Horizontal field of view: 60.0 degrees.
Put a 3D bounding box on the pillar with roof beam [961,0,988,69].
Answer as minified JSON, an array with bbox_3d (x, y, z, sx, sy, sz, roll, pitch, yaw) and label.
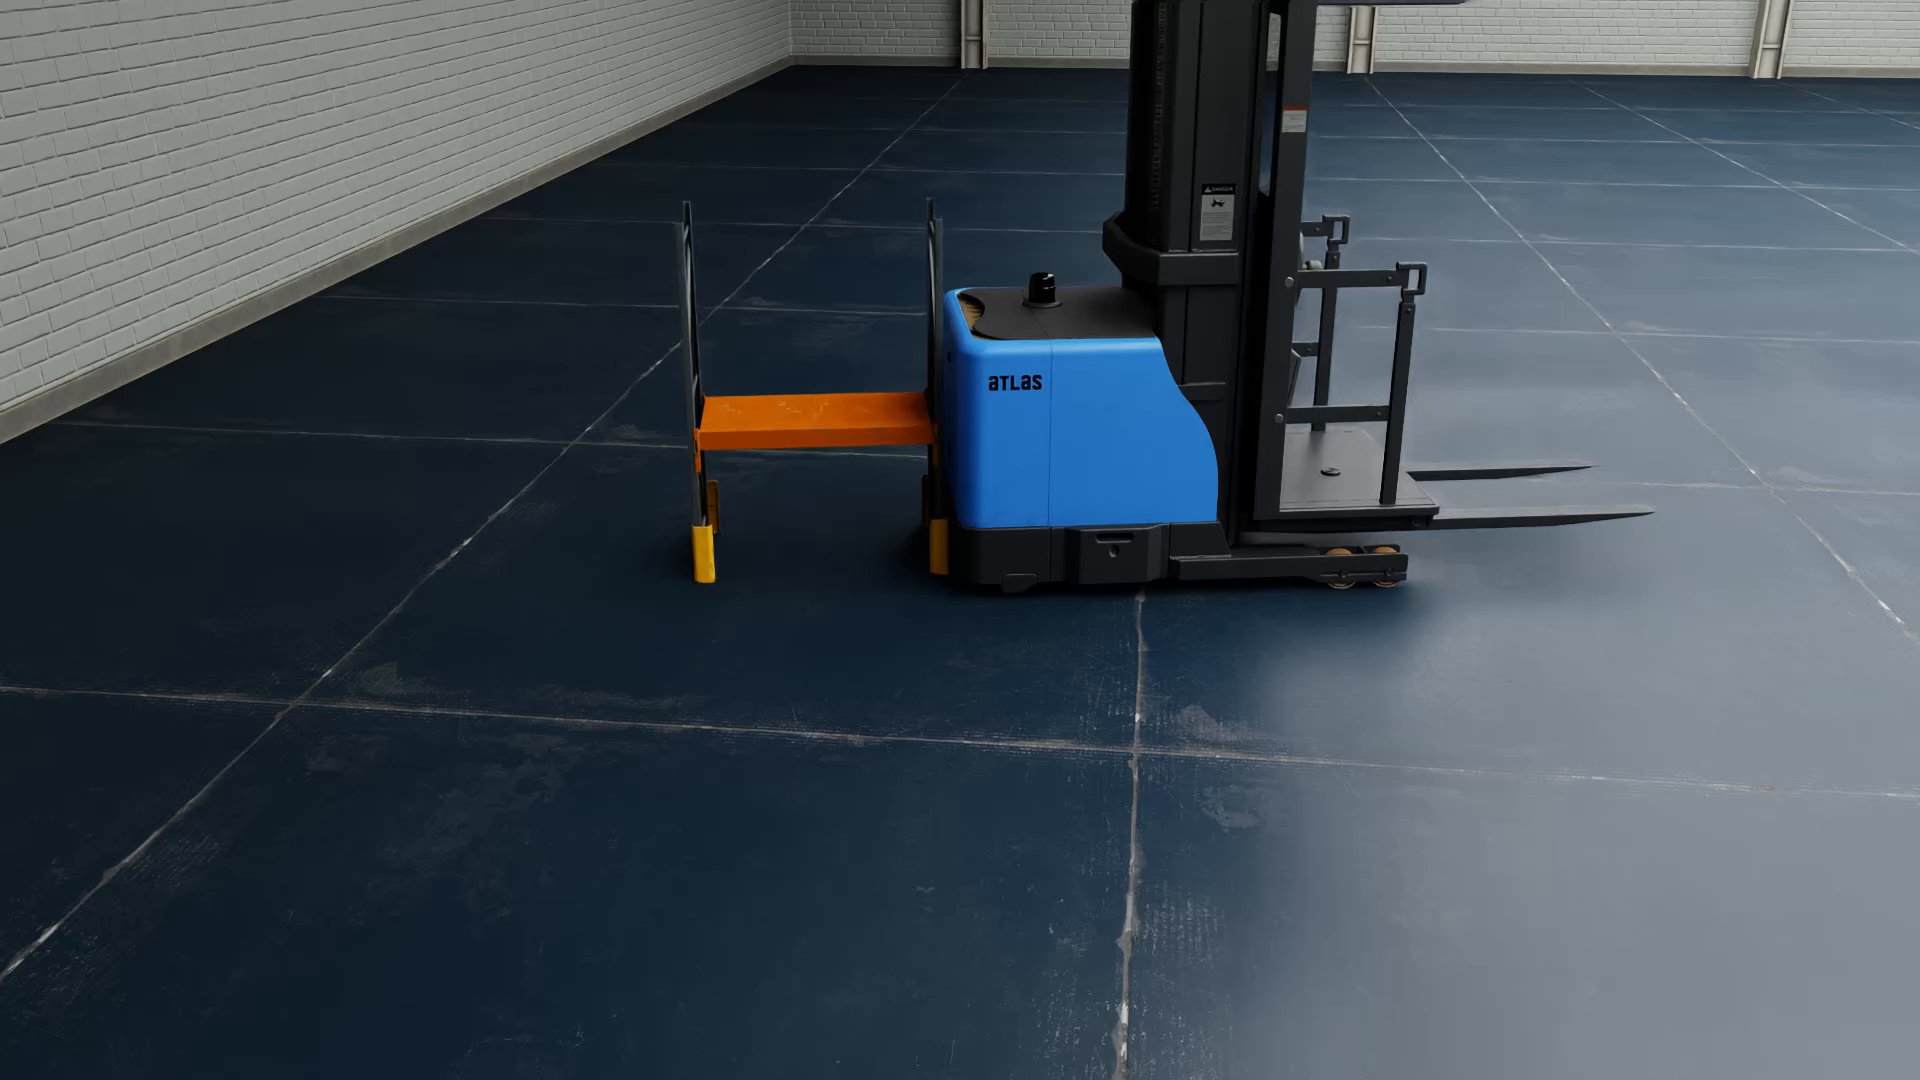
[{"bbox_3d":[-0.278,-10.126,20.813,0.400,9.000,9.100,2,22,6],"label":"pillar with roof beam"}]

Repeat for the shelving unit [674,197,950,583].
[{"bbox_3d":[-0.603,-0.641,7.022,1.083,1.500,0.587,-2,22,-5],"label":"shelving unit"}]

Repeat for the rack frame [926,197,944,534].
[{"bbox_3d":[-0.106,-0.657,7.063,0.032,1.500,0.500,-2,22,-5],"label":"rack frame"}]

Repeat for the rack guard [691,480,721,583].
[{"bbox_3d":[-1.099,-0.044,7.211,0.087,0.250,0.587,-2,22,-5],"label":"rack guard"}]

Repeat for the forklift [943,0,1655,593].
[{"bbox_3d":[1.451,-1.351,6.870,3.031,2.935,1.130,-2,22,-5],"label":"forklift"}]

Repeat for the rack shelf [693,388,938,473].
[{"bbox_3d":[-0.612,-0.474,7.087,1.000,0.185,0.538,-2,22,-5],"label":"rack shelf"}]

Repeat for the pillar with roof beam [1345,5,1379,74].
[{"bbox_3d":[5.680,-9.866,20.156,0.400,9.000,9.100,2,22,6],"label":"pillar with roof beam"}]

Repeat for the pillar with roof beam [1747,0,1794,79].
[{"bbox_3d":[11.638,-9.607,19.499,0.400,9.000,9.100,2,22,6],"label":"pillar with roof beam"}]

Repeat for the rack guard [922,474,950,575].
[{"bbox_3d":[-0.107,-0.076,7.292,0.087,0.250,0.587,-2,22,-5],"label":"rack guard"}]

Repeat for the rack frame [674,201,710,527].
[{"bbox_3d":[-1.119,-0.625,6.980,0.032,1.500,0.500,-2,22,-5],"label":"rack frame"}]
